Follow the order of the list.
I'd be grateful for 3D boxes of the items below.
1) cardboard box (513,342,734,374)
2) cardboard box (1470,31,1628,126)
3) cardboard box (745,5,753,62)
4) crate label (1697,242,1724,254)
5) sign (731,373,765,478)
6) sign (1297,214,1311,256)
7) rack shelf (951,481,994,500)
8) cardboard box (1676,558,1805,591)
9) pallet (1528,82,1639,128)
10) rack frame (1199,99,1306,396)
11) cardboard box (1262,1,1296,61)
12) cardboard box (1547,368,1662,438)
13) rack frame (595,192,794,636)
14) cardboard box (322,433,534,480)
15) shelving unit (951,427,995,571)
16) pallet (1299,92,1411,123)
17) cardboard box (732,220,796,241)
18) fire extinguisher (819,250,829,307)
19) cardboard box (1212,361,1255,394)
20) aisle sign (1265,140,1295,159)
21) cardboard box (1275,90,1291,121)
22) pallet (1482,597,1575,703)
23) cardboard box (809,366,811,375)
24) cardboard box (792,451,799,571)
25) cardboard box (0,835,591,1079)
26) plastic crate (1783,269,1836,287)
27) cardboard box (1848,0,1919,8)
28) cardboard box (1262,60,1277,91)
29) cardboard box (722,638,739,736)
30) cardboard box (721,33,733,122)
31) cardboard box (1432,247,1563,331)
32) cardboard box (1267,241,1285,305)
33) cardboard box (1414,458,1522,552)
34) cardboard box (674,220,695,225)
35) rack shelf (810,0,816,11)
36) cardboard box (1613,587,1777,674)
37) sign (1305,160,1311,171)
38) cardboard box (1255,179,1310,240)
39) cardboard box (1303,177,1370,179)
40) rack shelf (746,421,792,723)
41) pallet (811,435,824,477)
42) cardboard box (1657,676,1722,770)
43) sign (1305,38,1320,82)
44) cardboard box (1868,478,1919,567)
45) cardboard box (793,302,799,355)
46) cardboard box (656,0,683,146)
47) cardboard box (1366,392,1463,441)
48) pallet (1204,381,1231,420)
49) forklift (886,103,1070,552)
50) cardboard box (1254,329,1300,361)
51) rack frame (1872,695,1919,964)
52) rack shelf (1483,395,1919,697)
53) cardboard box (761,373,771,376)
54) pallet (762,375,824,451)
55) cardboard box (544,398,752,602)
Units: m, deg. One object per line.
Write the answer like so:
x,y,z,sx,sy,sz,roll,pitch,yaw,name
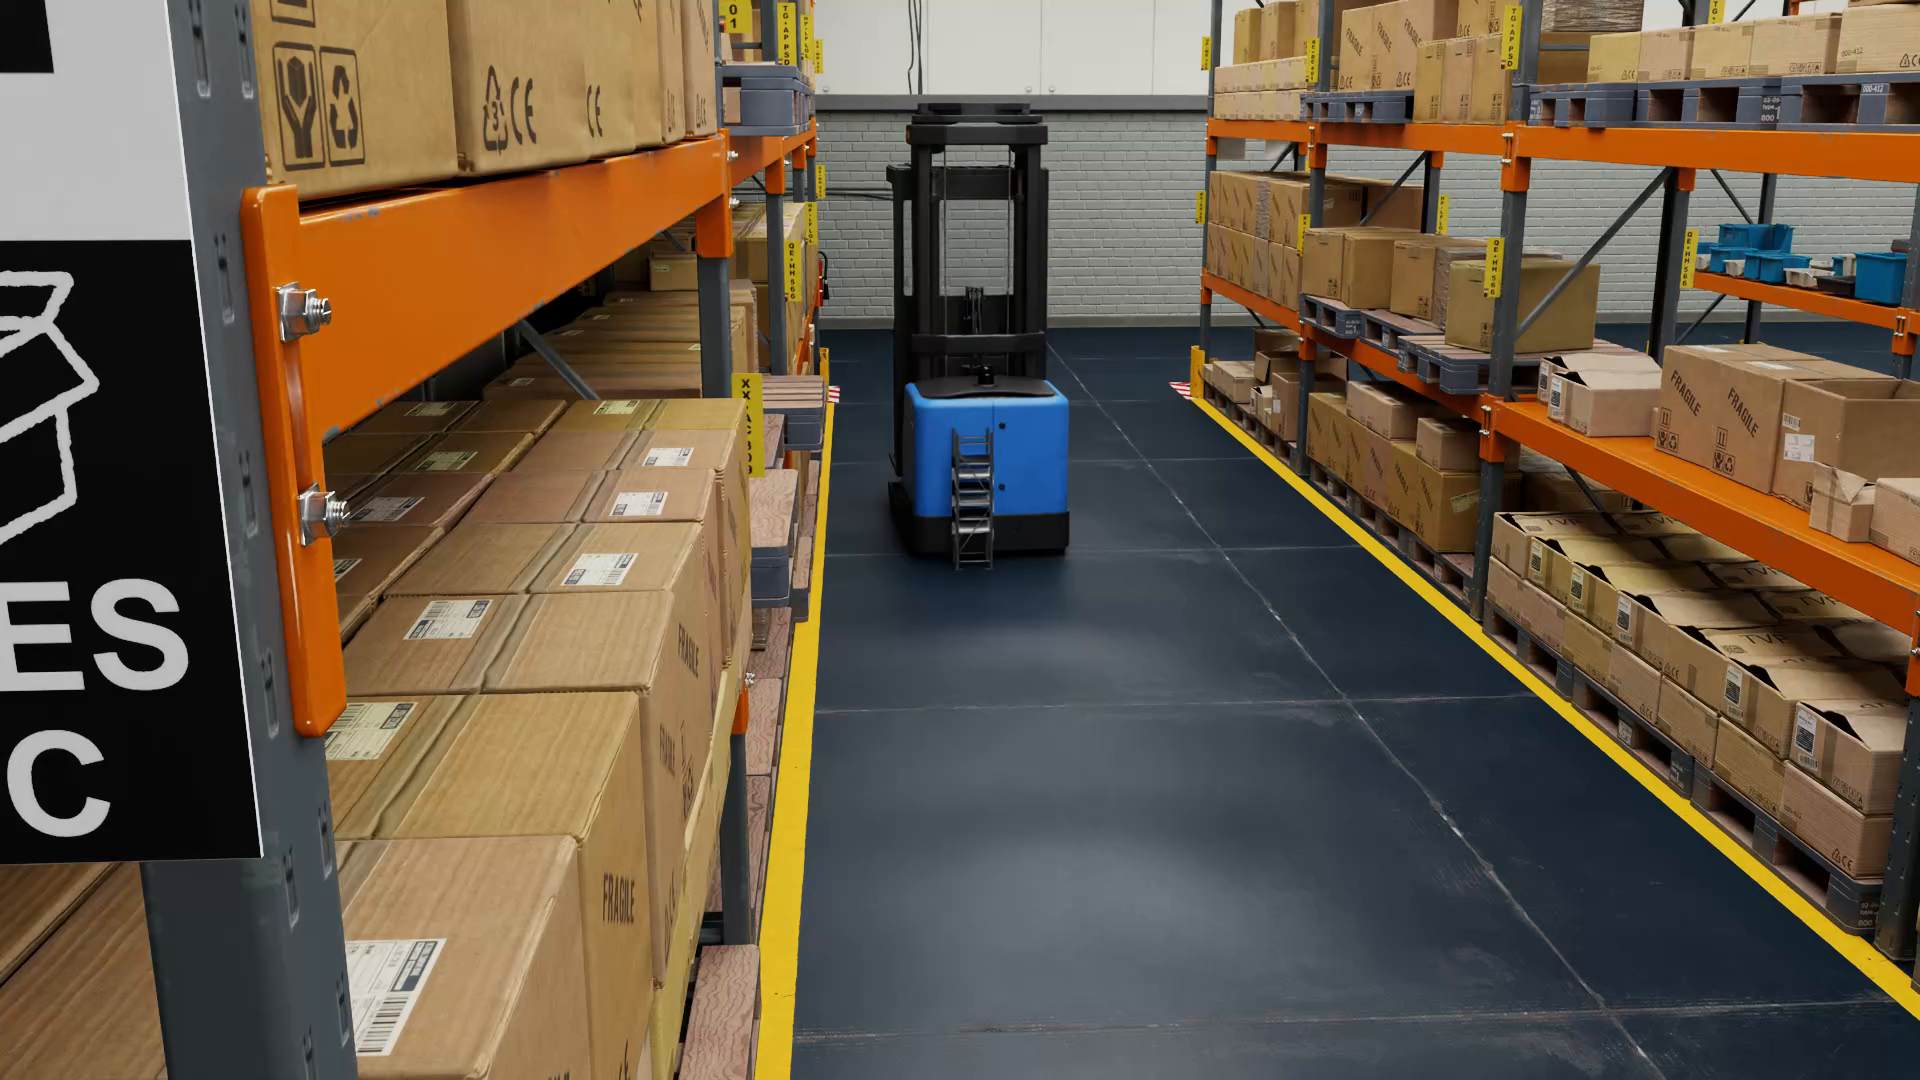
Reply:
-1.224,-0.450,6.173,0.700,0.500,0.500,1,14,2,cardboard box
3.437,-2.604,9.406,0.910,0.500,0.500,-1,14,-3,cardboard box
-1.640,-3.020,10.141,0.700,0.500,0.500,0,14,-1,cardboard box
7.633,-2.941,17.154,0.416,0.233,0.303,-1,14,-3,crate label
-0.658,-0.352,5.138,0.100,0.325,0.005,-1,14,-3,sign
2.709,-2.399,13.092,0.100,0.325,0.005,-1,14,-3,sign
0.081,-0.319,10.733,0.258,0.077,0.200,-2,15,-6,rack shelf
3.843,0.243,8.112,0.500,0.311,0.500,-1,14,-4,cardboard box
3.629,-2.189,8.372,1.213,0.211,1.003,0,14,-1,pallet
3.002,-2.984,17.106,1.000,3.000,0.127,-1,14,-3,rack frame
3.072,-4.468,14.645,0.700,0.500,0.500,-1,14,-3,cardboard box
3.360,-0.726,8.508,0.500,0.311,0.500,-1,14,-4,cardboard box
-1.446,-0.917,9.072,1.000,3.000,0.127,-1,14,-3,rack frame
-1.350,0.026,4.161,0.500,0.500,0.500,-1,14,-4,cardboard box
0.081,-0.264,10.748,0.258,0.900,0.210,-2,15,-6,shelving unit
3.220,-3.188,12.254,1.213,0.211,1.003,-1,14,-3,pallet
-1.286,-1.858,10.384,0.500,0.250,0.500,-1,14,-3,cardboard box
-1.491,-2.734,17.035,0.296,0.674,0.183,-1,14,-3,fire extinguisher
2.783,-1.602,16.368,0.500,0.250,0.500,-1,14,-3,cardboard box
3.303,-4.265,16.866,0.394,0.787,0.004,-1,14,-3,aisle sign
2.934,-3.611,13.822,0.500,0.250,0.500,-1,14,-3,cardboard box
3.510,0.561,8.922,1.003,0.211,1.213,-1,14,-3,pallet
-1.696,-1.345,14.909,0.700,0.500,0.500,-1,14,-2,cardboard box
-1.361,-0.265,10.006,0.750,0.750,0.750,-1,14,-4,cardboard box
-0.680,0.649,1.742,0.500,0.500,0.500,-1,14,-3,cardboard box
7.786,-2.395,15.224,0.293,0.136,0.466,-1,14,-3,plastic crate
3.688,-2.242,6.153,0.500,0.500,0.500,1,14,2,cardboard box
2.892,-3.977,14.243,0.500,0.250,0.500,-1,14,-3,cardboard box
-0.844,0.378,4.300,0.500,0.250,0.500,-1,14,-3,cardboard box
-1.459,-2.106,7.424,0.797,0.503,0.637,1,14,4,cardboard box
3.480,-1.632,10.806,0.700,0.500,0.500,2,15,7,cardboard box
2.929,-2.287,14.193,0.500,0.500,0.500,0,14,-2,cardboard box
3.205,-0.226,10.520,0.500,0.500,0.500,0,14,-1,cardboard box
-1.790,-1.848,10.346,0.500,0.250,0.500,-1,14,-5,cardboard box
-1.818,-4.773,14.264,1.077,0.370,4.000,-1,14,-3,rack shelf
3.340,0.382,7.572,0.500,0.311,0.500,-1,14,-4,cardboard box
3.557,-3.702,16.936,0.100,0.325,0.005,-1,14,-3,sign
2.894,-2.897,14.558,0.500,0.500,0.500,-1,14,-3,cardboard box
3.405,-3.028,15.069,0.500,0.500,0.500,0,14,-2,cardboard box
-1.323,-0.072,7.229,1.077,0.370,4.000,-1,14,-3,rack shelf
-1.663,-0.752,14.026,1.003,0.211,1.213,-1,14,-3,pallet
3.369,0.777,7.164,0.500,0.250,0.500,-1,14,-2,cardboard box
2.709,-3.682,12.761,0.100,0.325,0.005,-1,14,-3,sign
3.671,-0.049,5.999,0.500,0.250,0.500,0,14,0,cardboard box
-1.244,-1.375,10.012,0.500,0.500,0.500,0,14,-2,cardboard box
-0.830,-1.048,3.321,0.500,0.500,0.500,-1,15,-6,cardboard box
3.130,-0.858,11.469,0.500,0.250,0.500,-1,14,-4,cardboard box
3.057,-1.417,16.609,1.003,0.211,1.213,-1,14,-3,pallet
0.047,-1.655,12.075,1.130,2.935,3.031,-2,15,-6,forklift
3.281,-1.855,16.852,0.500,0.500,0.500,-1,14,-3,cardboard box
3.745,0.000,5.507,1.000,3.000,0.127,-1,14,-3,rack frame
3.621,-0.149,7.529,1.077,0.370,4.000,-1,14,-3,rack shelf
-1.236,-0.891,9.433,0.380,0.149,0.250,-1,14,-4,cardboard box
-1.296,-0.649,8.414,1.213,0.211,1.003,-1,14,-3,pallet
-0.861,-0.110,4.690,0.500,0.500,0.500,-1,14,-4,cardboard box
